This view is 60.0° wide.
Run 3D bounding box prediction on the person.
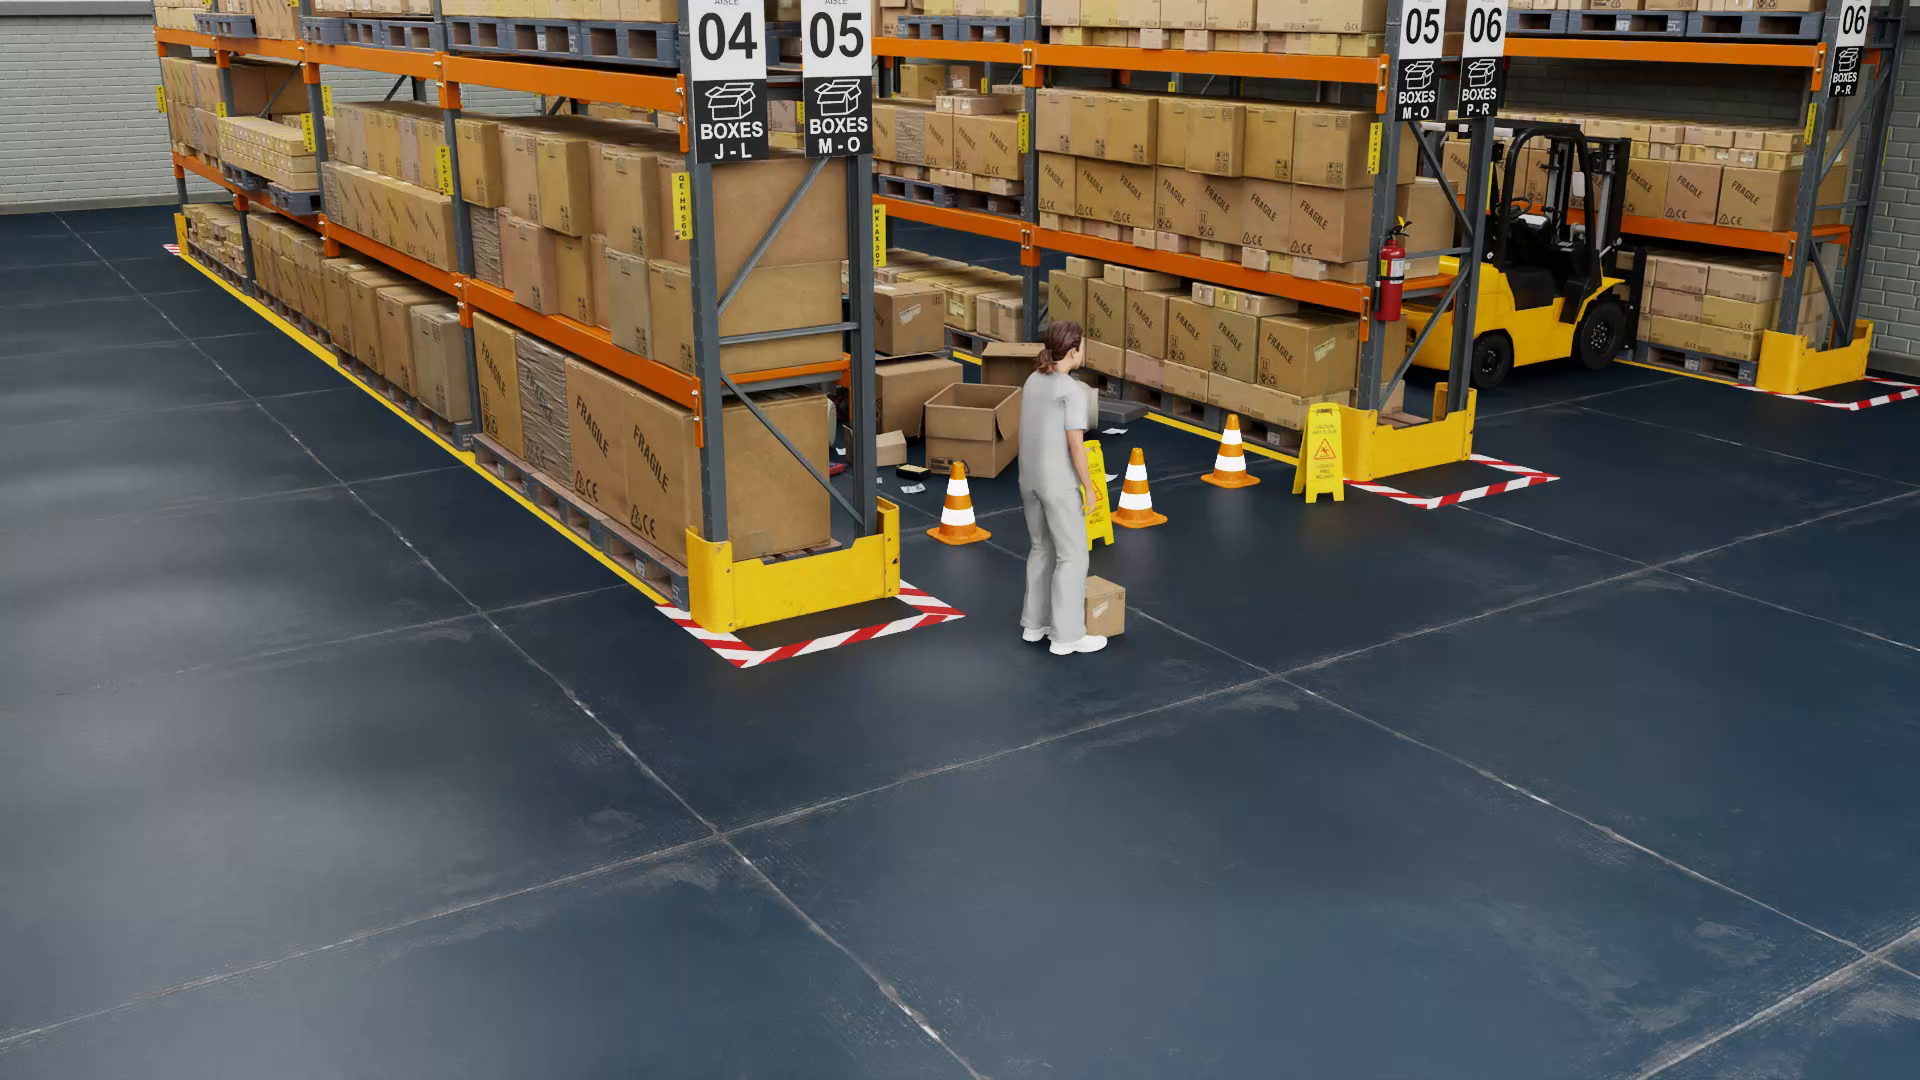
[{"bbox_3d":[0.486,-0.272,8.386,0.349,1.673,0.508,-12,22,-33],"label":"person"}]
